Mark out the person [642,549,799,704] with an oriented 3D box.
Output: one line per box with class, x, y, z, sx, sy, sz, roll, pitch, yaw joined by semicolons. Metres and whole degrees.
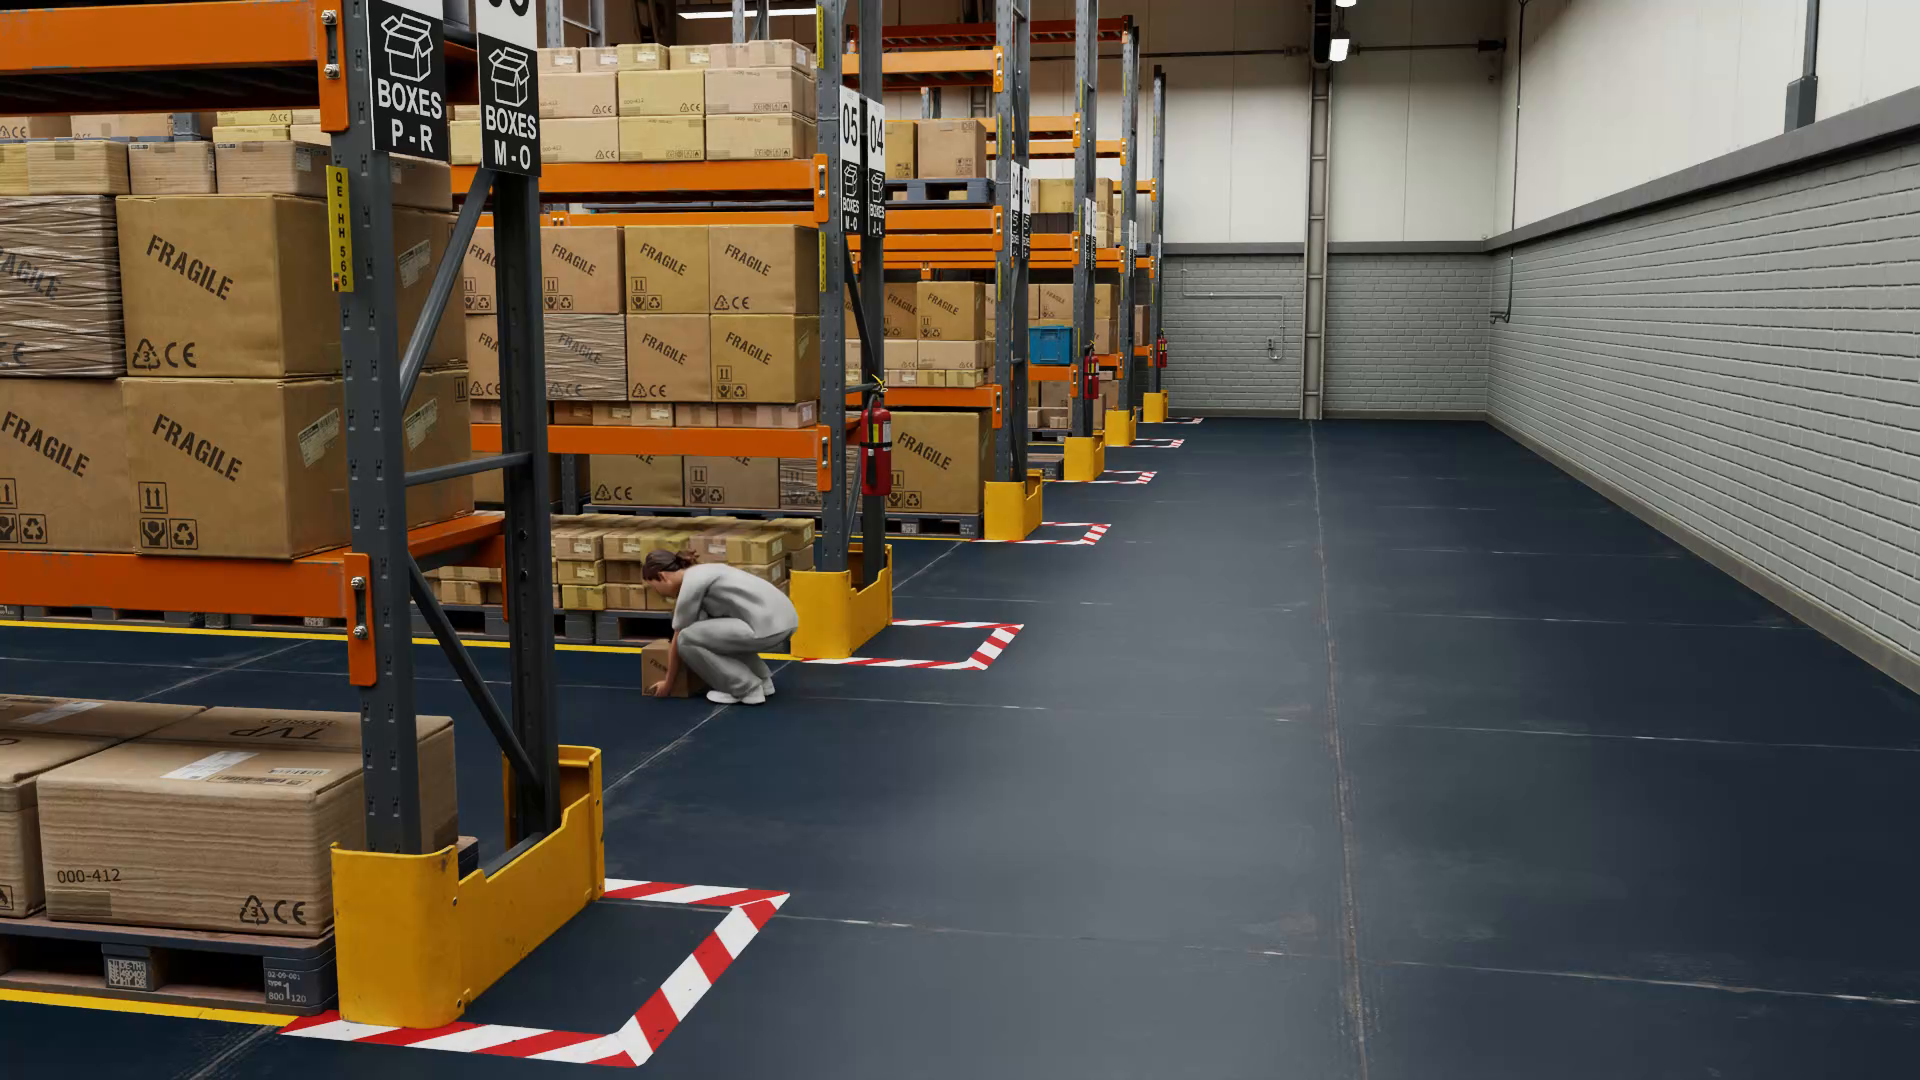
person;-1.236;0.453;8.542;0.817;0.817;0.469;3;9;19
